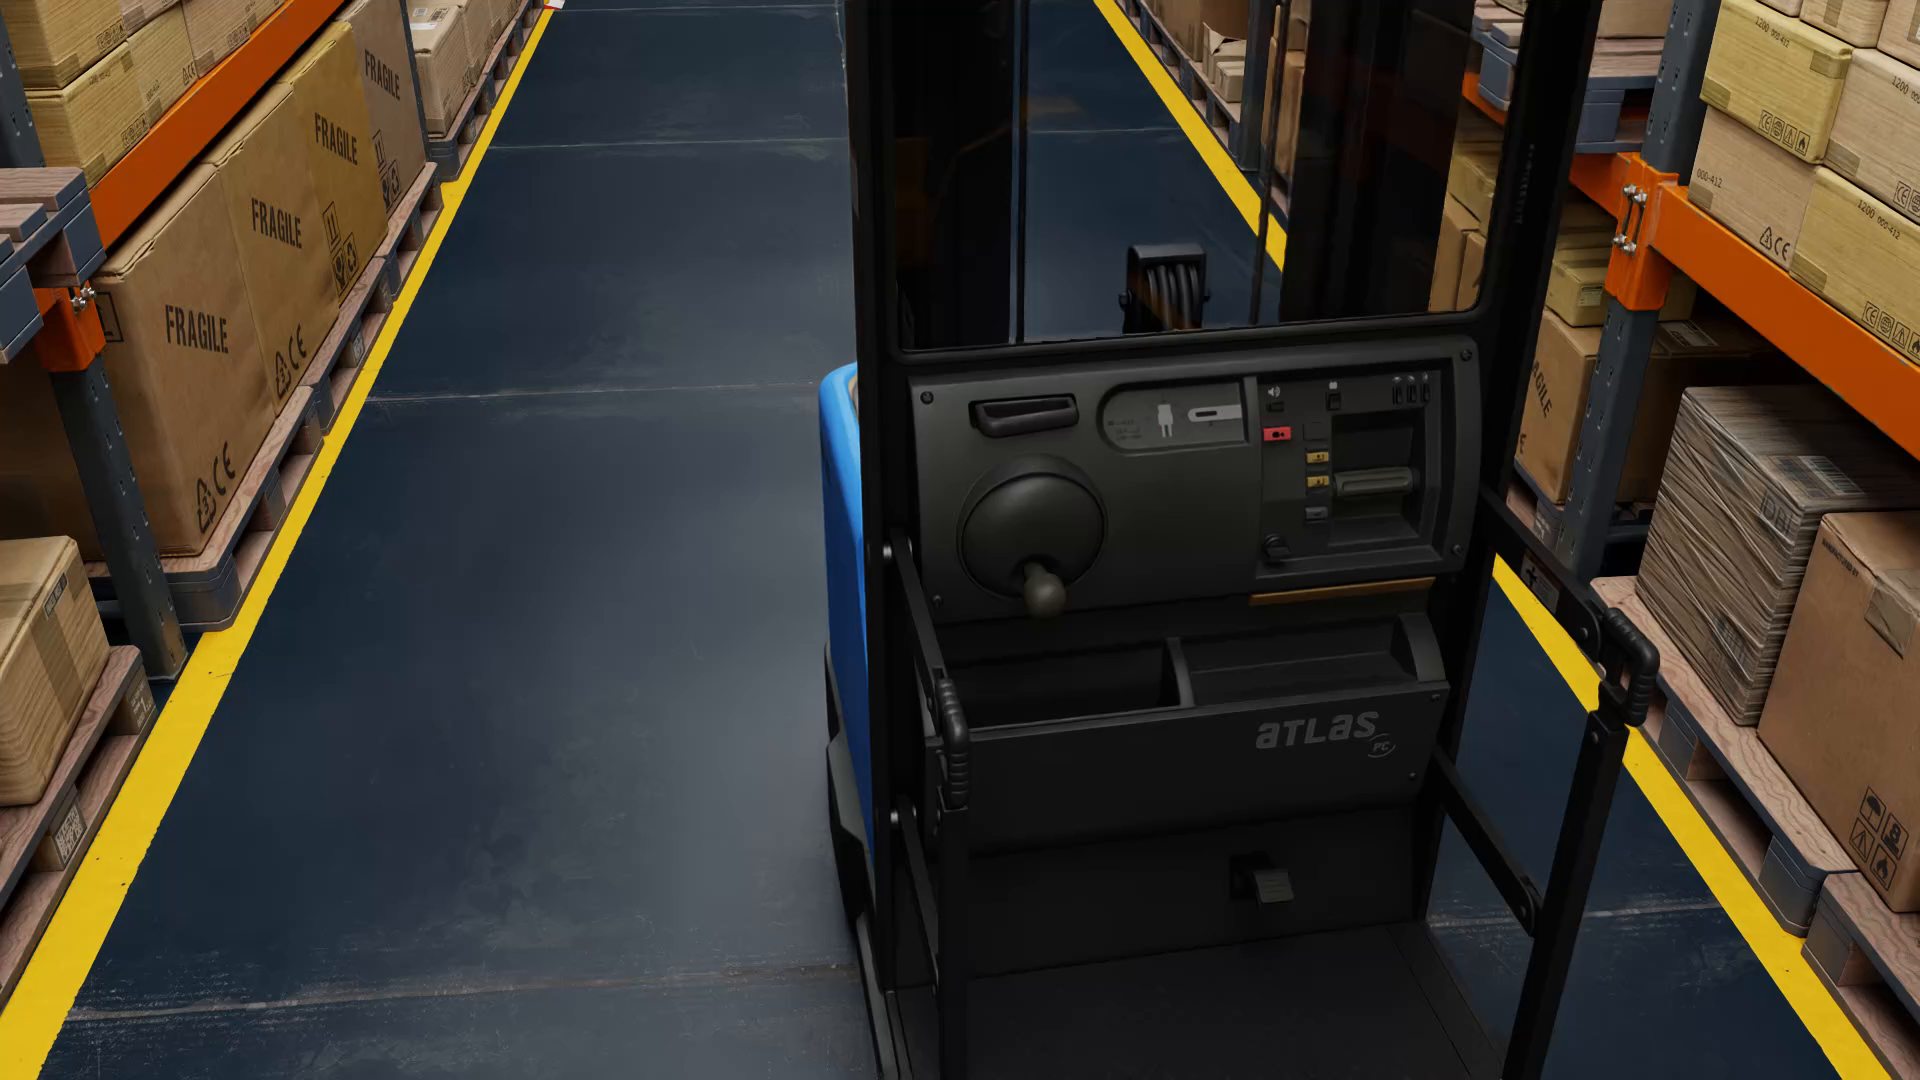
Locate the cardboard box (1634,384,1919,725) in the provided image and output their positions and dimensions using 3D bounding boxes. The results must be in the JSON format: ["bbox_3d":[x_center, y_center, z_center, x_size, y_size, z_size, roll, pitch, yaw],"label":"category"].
[{"bbox_3d":[2.318,0.018,4.202,0.875,0.625,0.625,-2,31,-3],"label":"cardboard box"}]

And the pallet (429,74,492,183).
[{"bbox_3d":[-3.035,-2.138,8.624,1.003,0.211,1.213,-3,31,-5],"label":"pallet"}]

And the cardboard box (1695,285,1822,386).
[{"bbox_3d":[2.513,-0.476,5.151,0.500,0.500,0.500,-2,31,-3],"label":"cardboard box"}]

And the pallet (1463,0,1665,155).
[{"bbox_3d":[2.140,-1.401,4.858,1.213,0.211,1.003,-3,31,-5],"label":"pallet"}]

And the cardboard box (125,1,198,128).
[{"bbox_3d":[-2.529,-1.360,4.748,0.500,0.250,0.500,-4,31,-6],"label":"cardboard box"}]

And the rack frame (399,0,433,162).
[{"bbox_3d":[-3.042,-2.943,7.252,1.000,3.000,0.127,-3,31,-5],"label":"rack frame"}]

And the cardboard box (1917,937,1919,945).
[{"bbox_3d":[2.450,0.695,3.068,0.875,0.625,0.625,-4,31,-7],"label":"cardboard box"}]

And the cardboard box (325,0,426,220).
[{"bbox_3d":[-2.904,-1.899,7.166,0.875,0.875,0.875,-2,31,-3],"label":"cardboard box"}]

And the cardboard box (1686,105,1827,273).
[{"bbox_3d":[2.072,-0.838,3.874,0.500,0.250,0.500,-3,31,-4],"label":"cardboard box"}]

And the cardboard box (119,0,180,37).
[{"bbox_3d":[-2.517,-1.586,4.638,0.500,0.250,0.500,-2,31,-3],"label":"cardboard box"}]

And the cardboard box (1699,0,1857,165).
[{"bbox_3d":[2.047,-1.052,3.744,0.500,0.250,0.500,-3,31,-5],"label":"cardboard box"}]

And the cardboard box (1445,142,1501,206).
[{"bbox_3d":[1.935,-1.305,5.905,0.380,0.149,0.250,-3,31,-5],"label":"cardboard box"}]

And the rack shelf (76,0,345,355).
[{"bbox_3d":[-2.855,-1.613,5.727,1.077,0.370,4.000,-3,31,-5],"label":"rack shelf"}]

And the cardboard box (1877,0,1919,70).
[{"bbox_3d":[2.086,-1.019,3.301,0.380,0.149,0.250,-2,31,-3],"label":"cardboard box"}]

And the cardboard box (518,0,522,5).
[{"bbox_3d":[-3.254,-3.734,10.665,0.875,0.438,0.875,-4,31,-6],"label":"cardboard box"}]

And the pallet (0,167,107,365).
[{"bbox_3d":[-2.495,-0.460,3.282,1.213,0.211,1.003,-3,31,-5],"label":"pallet"}]

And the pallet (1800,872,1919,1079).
[{"bbox_3d":[2.423,1.100,3.203,1.003,0.211,1.213,-3,31,-5],"label":"pallet"}]

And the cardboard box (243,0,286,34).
[{"bbox_3d":[-2.622,-1.880,5.618,0.500,0.250,0.500,-3,31,-5],"label":"cardboard box"}]

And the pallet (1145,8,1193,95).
[{"bbox_3d":[1.720,-2.961,10.001,1.003,0.211,1.213,-3,31,-5],"label":"pallet"}]

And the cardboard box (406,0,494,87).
[{"bbox_3d":[-3.078,-2.806,9.112,0.875,0.438,0.875,-4,31,-6],"label":"cardboard box"}]

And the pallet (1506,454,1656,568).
[{"bbox_3d":[2.242,-0.327,5.591,1.003,0.211,1.213,-3,31,-5],"label":"pallet"}]

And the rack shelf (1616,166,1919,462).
[{"bbox_3d":[2.461,0.189,2.710,1.077,0.370,4.000,-3,31,-5],"label":"rack shelf"}]

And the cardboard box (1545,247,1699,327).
[{"bbox_3d":[1.975,-0.766,5.003,0.380,0.149,0.250,-4,31,-7],"label":"cardboard box"}]

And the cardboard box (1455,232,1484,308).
[{"bbox_3d":[1.984,-0.709,5.541,0.500,0.500,0.500,-3,31,-5],"label":"cardboard box"}]

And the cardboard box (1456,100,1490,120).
[{"bbox_3d":[1.907,-1.573,6.353,0.380,0.149,0.250,-3,31,-4],"label":"cardboard box"}]

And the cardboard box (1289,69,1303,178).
[{"bbox_3d":[1.781,-1.761,7.301,0.500,0.500,0.500,-3,31,-5],"label":"cardboard box"}]

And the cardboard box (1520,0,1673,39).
[{"bbox_3d":[1.830,-1.530,4.722,0.380,0.149,0.250,-2,31,-4],"label":"cardboard box"}]

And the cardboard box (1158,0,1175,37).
[{"bbox_3d":[1.480,-3.302,9.882,0.500,0.500,0.500,-2,31,-4],"label":"cardboard box"}]

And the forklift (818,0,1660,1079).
[{"bbox_3d":[0.427,-0.049,2.473,1.130,2.935,3.031,-5,31,-9],"label":"forklift"}]

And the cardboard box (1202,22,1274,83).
[{"bbox_3d":[1.522,-2.642,9.005,0.396,0.266,0.258,-2,31,-3],"label":"cardboard box"}]

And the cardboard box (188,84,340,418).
[{"bbox_3d":[-2.729,-0.981,5.630,0.875,0.875,0.875,-2,31,-4],"label":"cardboard box"}]

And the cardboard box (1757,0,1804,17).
[{"bbox_3d":[2.010,-1.285,3.747,0.380,0.149,0.250,-2,31,-3],"label":"cardboard box"}]

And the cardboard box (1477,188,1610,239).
[{"bbox_3d":[1.938,-1.041,5.463,0.380,0.149,0.250,-4,31,-6],"label":"cardboard box"}]

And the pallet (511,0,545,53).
[{"bbox_3d":[-3.263,-3.384,10.709,1.003,0.211,1.213,-3,31,-5],"label":"pallet"}]

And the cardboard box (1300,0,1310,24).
[{"bbox_3d":[1.741,-2.370,7.398,0.380,0.149,0.250,-4,31,-7],"label":"cardboard box"}]

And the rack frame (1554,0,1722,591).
[{"bbox_3d":[2.274,-1.141,4.235,1.000,3.000,0.127,-3,31,-5],"label":"rack frame"}]

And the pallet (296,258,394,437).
[{"bbox_3d":[-2.777,-0.731,6.269,1.003,0.211,1.213,-3,31,-5],"label":"pallet"}]

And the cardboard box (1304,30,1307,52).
[{"bbox_3d":[1.771,-2.235,7.462,0.380,0.149,0.250,-4,31,-6],"label":"cardboard box"}]

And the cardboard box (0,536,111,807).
[{"bbox_3d":[-2.625,0.336,3.916,0.950,0.372,0.625,-5,31,-8],"label":"cardboard box"}]
